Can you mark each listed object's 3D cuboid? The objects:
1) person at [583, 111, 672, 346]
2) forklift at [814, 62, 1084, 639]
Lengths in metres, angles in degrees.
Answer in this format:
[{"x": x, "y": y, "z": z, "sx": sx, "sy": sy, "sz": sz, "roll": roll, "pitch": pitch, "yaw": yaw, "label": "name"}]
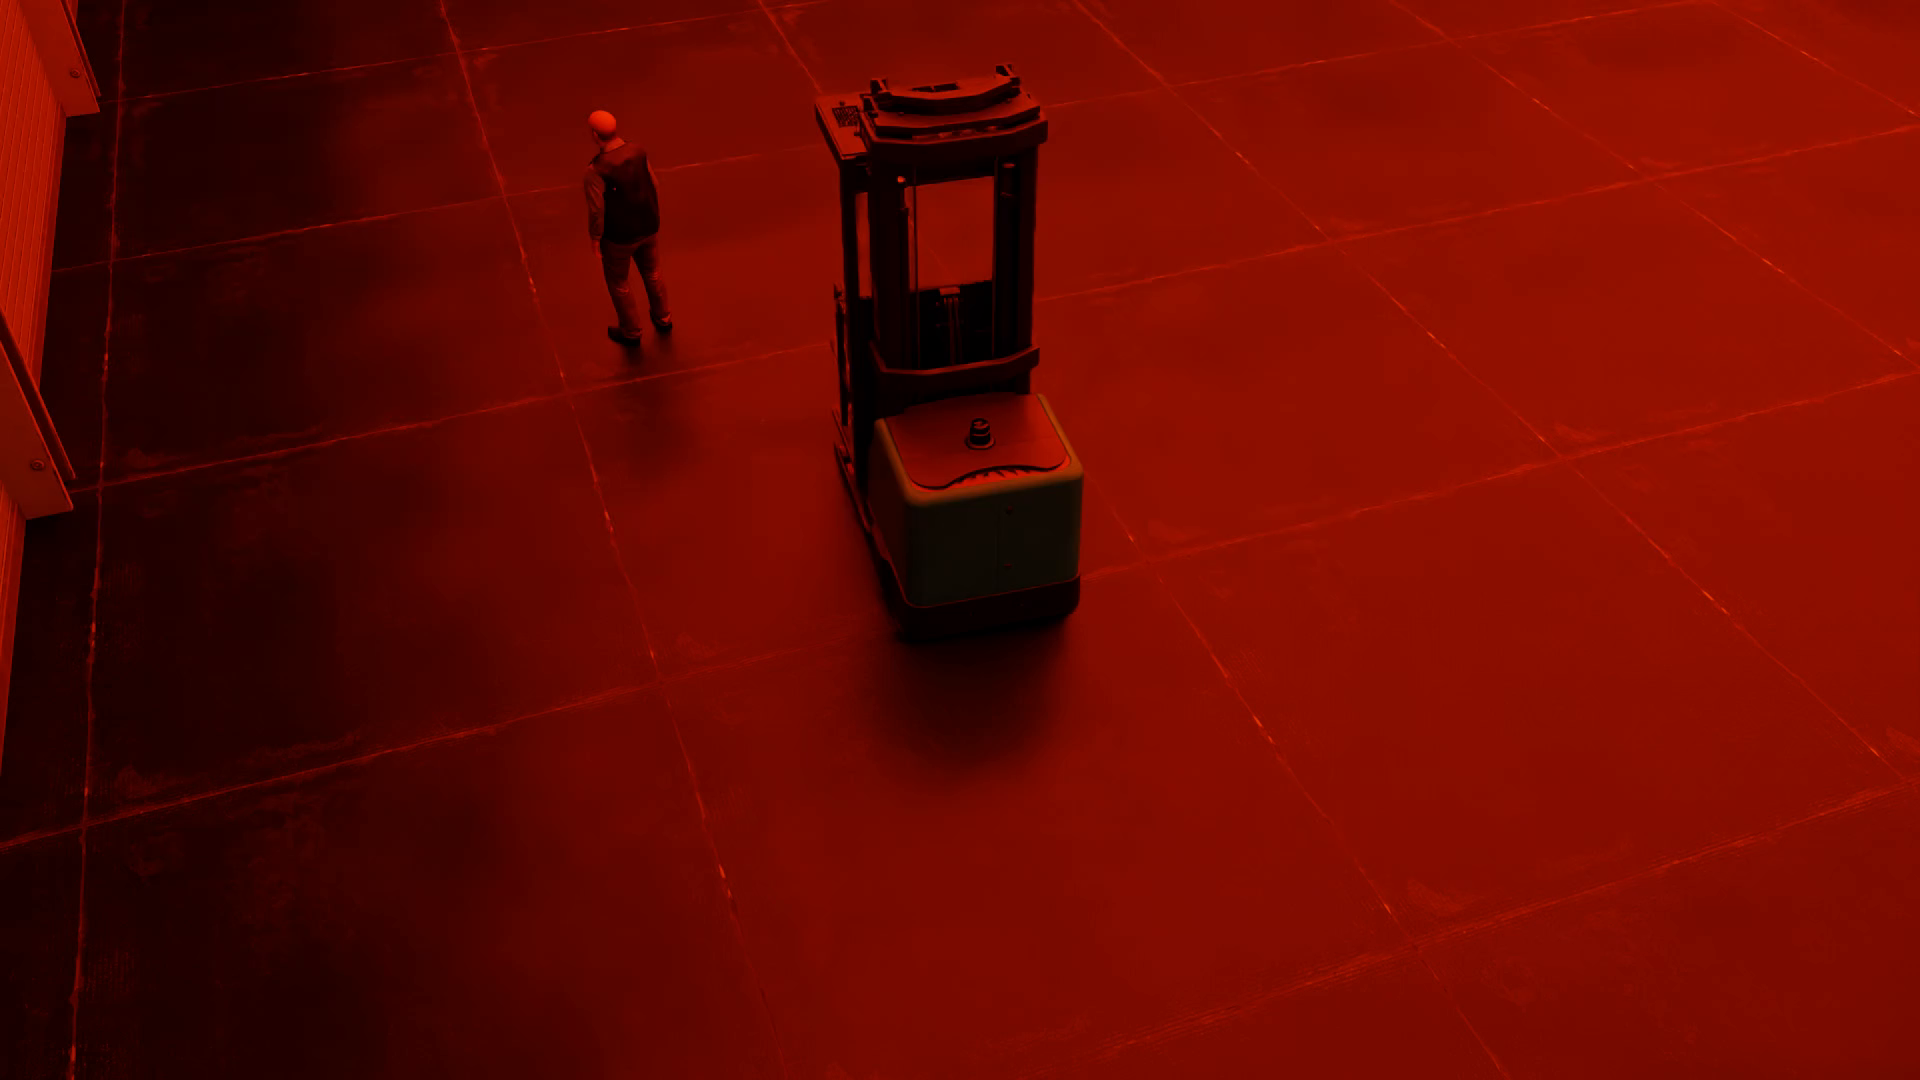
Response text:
[{"x": -2.298, "y": -2.142, "z": 11.490, "sx": 0.427, "sy": 1.720, "sz": 0.588, "roll": 31, "pitch": 49, "yaw": 32, "label": "person"}, {"x": -0.187, "y": -1.514, "z": 9.799, "sx": 1.130, "sy": 2.935, "sz": 3.031, "roll": -10, "pitch": 41, "yaw": -12, "label": "forklift"}]
